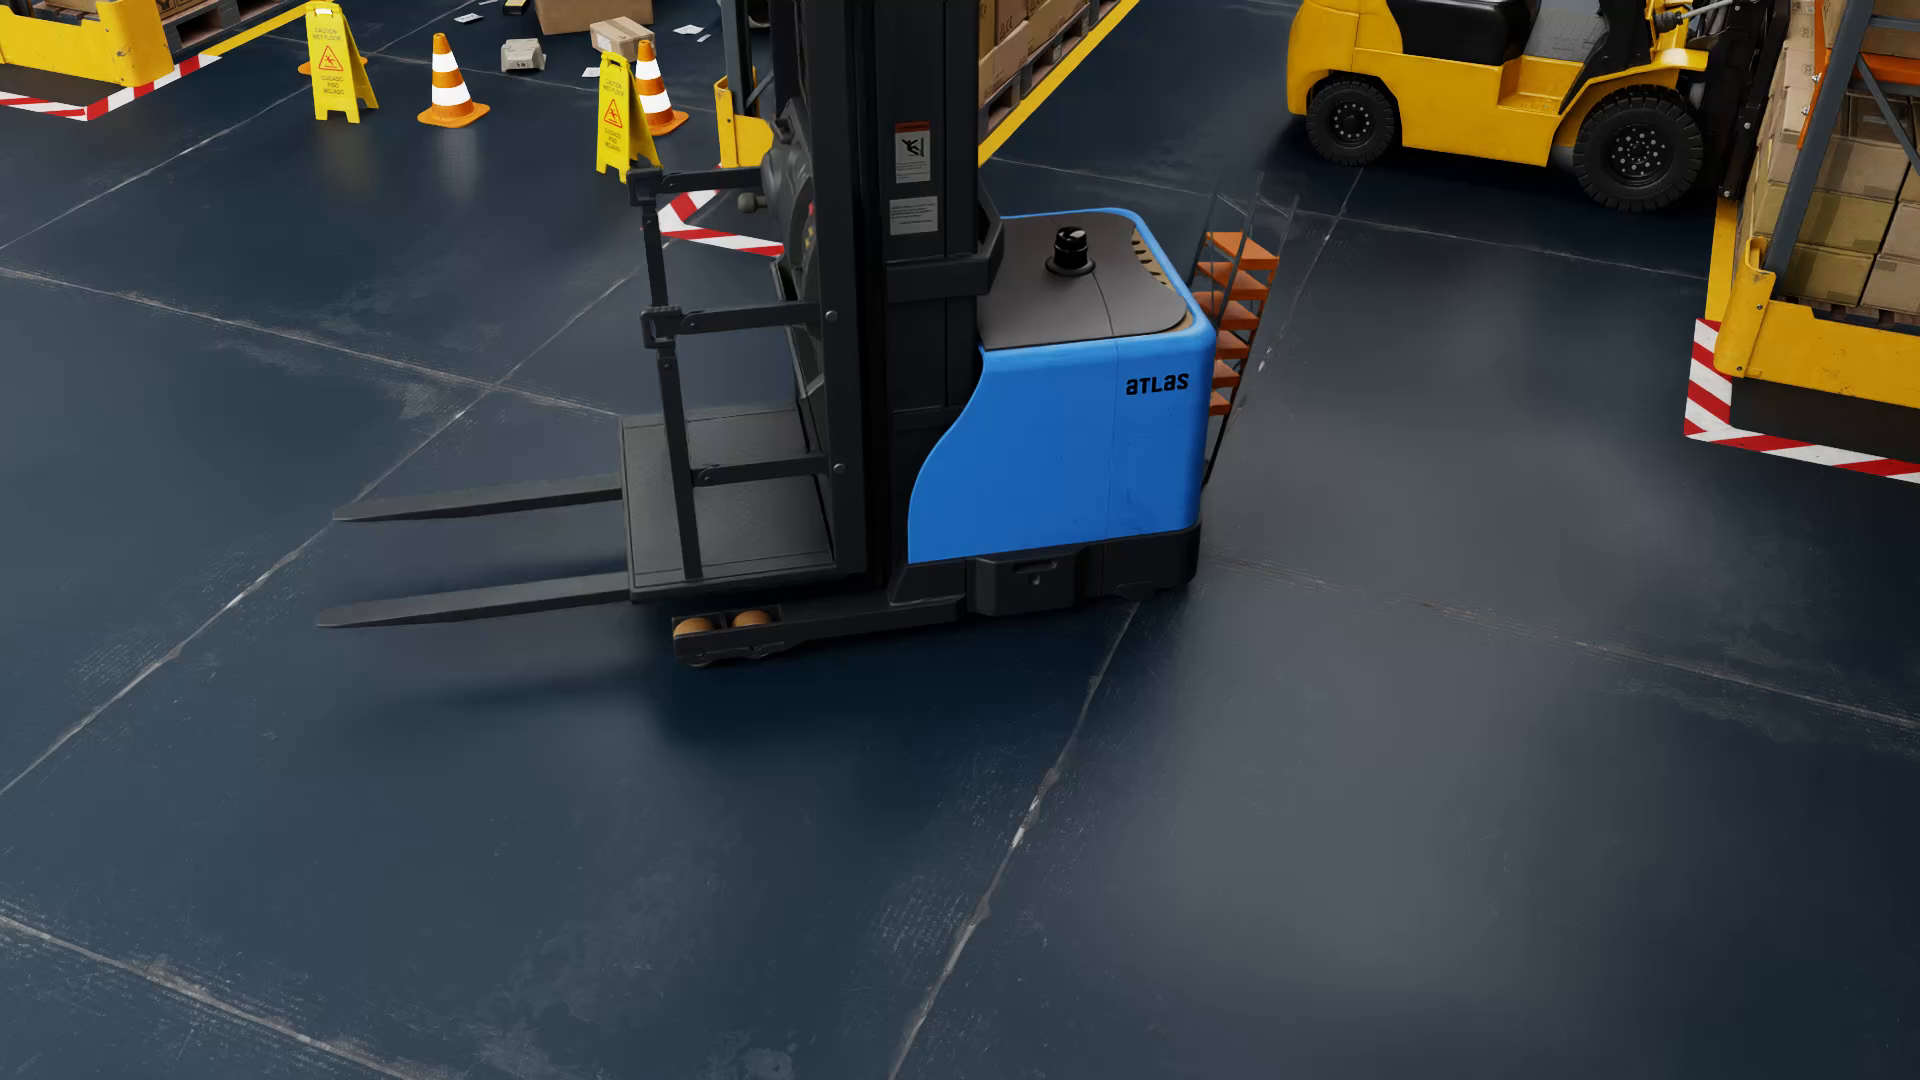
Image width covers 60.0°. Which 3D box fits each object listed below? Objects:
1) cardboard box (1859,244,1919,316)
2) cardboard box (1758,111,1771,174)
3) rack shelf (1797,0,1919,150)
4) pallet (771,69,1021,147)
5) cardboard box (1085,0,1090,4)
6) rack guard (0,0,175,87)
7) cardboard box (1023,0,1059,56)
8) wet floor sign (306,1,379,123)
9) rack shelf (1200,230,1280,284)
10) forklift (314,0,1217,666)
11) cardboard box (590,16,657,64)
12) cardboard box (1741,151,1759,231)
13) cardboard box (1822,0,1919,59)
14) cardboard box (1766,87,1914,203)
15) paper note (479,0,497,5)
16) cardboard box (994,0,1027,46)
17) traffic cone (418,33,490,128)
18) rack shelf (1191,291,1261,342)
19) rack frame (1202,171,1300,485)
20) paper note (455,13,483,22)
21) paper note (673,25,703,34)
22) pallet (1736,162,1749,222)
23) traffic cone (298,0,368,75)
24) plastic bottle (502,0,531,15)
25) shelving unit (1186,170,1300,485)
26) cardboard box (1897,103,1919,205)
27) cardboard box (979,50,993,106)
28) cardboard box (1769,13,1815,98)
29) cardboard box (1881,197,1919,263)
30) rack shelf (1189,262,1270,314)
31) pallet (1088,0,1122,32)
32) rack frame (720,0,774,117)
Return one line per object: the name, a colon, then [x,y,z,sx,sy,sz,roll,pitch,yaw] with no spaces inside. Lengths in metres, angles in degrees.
cardboard box: [4.255,-1.201,7.297,0.500,0.250,0.500,14,39,18]
cardboard box: [3.984,-1.790,7.667,0.500,0.250,0.500,13,39,17]
rack shelf: [4.648,-2.726,7.992,1.077,0.370,4.000,14,39,18]
pallet: [-0.334,-2.402,9.288,1.003,0.211,1.213,14,39,18]
cardboard box: [0.647,-3.631,10.549,0.500,0.250,0.500,13,39,17]
rack guard: [-5.330,-3.093,9.970,1.175,0.500,0.348,14,39,18]
cardboard box: [0.255,-3.072,9.800,0.500,0.250,0.500,16,40,21]
wet floor sign: [-3.501,-2.697,9.319,0.267,0.644,0.232,7,37,10]
rack shelf: [1.020,-1.043,6.118,0.180,0.103,0.258,-5,35,-29]
forklift: [-0.719,-1.090,5.259,3.031,2.935,1.130,-7,37,-9]
cardboard box: [-2.074,-3.079,10.245,0.250,0.149,0.380,-25,43,-29]
cardboard box: [3.972,-1.579,7.803,0.500,0.250,0.500,14,39,18]
cardboard box: [3.831,-2.279,6.710,0.500,0.500,0.500,13,39,17]
cardboard box: [3.774,-1.700,7.130,0.500,0.250,0.500,15,39,19]
paper note: [-3.122,-3.560,11.004,0.123,0.001,0.032,-25,43,-29]
cardboard box: [0.061,-3.090,9.198,0.500,0.500,0.500,12,39,16]
traffic cone: [-2.890,-2.616,9.363,0.336,0.463,0.334,14,39,18]
rack shelf: [0.972,-0.841,6.238,0.180,0.103,0.258,-5,35,-29]
rack frame: [1.036,-0.785,6.321,0.006,1.200,0.240,-5,35,-29]
paper note: [-3.170,-3.375,10.742,0.144,0.017,0.142,29,45,33]
paper note: [-1.724,-3.254,10.588,0.148,0.019,0.142,29,45,33]
pallet: [4.605,-1.896,8.610,1.003,0.211,1.213,14,39,18]
traffic cone: [-3.806,-3.061,9.959,0.336,0.463,0.334,14,39,18]
plastic bottle: [-2.902,-3.522,10.910,0.133,0.061,0.283,1,37,2]
shelving unit: [0.957,-0.777,6.276,0.189,1.200,0.258,-5,35,-29]
cardboard box: [4.245,-1.597,6.992,0.500,0.250,0.500,13,39,17]
cardboard box: [-0.142,-2.486,9.016,0.500,0.250,0.500,14,39,17]
cardboard box: [4.145,-2.266,7.887,0.500,0.250,0.500,14,39,18]
cardboard box: [4.258,-1.387,7.128,0.500,0.250,0.500,15,39,19]
rack shelf: [0.996,-0.942,6.178,0.180,0.103,0.258,-5,35,-29]
pallet: [0.594,-3.753,11.095,1.003,0.211,1.213,14,39,18]
rack frame: [-0.705,-3.035,7.806,1.000,3.000,0.127,14,39,18]
